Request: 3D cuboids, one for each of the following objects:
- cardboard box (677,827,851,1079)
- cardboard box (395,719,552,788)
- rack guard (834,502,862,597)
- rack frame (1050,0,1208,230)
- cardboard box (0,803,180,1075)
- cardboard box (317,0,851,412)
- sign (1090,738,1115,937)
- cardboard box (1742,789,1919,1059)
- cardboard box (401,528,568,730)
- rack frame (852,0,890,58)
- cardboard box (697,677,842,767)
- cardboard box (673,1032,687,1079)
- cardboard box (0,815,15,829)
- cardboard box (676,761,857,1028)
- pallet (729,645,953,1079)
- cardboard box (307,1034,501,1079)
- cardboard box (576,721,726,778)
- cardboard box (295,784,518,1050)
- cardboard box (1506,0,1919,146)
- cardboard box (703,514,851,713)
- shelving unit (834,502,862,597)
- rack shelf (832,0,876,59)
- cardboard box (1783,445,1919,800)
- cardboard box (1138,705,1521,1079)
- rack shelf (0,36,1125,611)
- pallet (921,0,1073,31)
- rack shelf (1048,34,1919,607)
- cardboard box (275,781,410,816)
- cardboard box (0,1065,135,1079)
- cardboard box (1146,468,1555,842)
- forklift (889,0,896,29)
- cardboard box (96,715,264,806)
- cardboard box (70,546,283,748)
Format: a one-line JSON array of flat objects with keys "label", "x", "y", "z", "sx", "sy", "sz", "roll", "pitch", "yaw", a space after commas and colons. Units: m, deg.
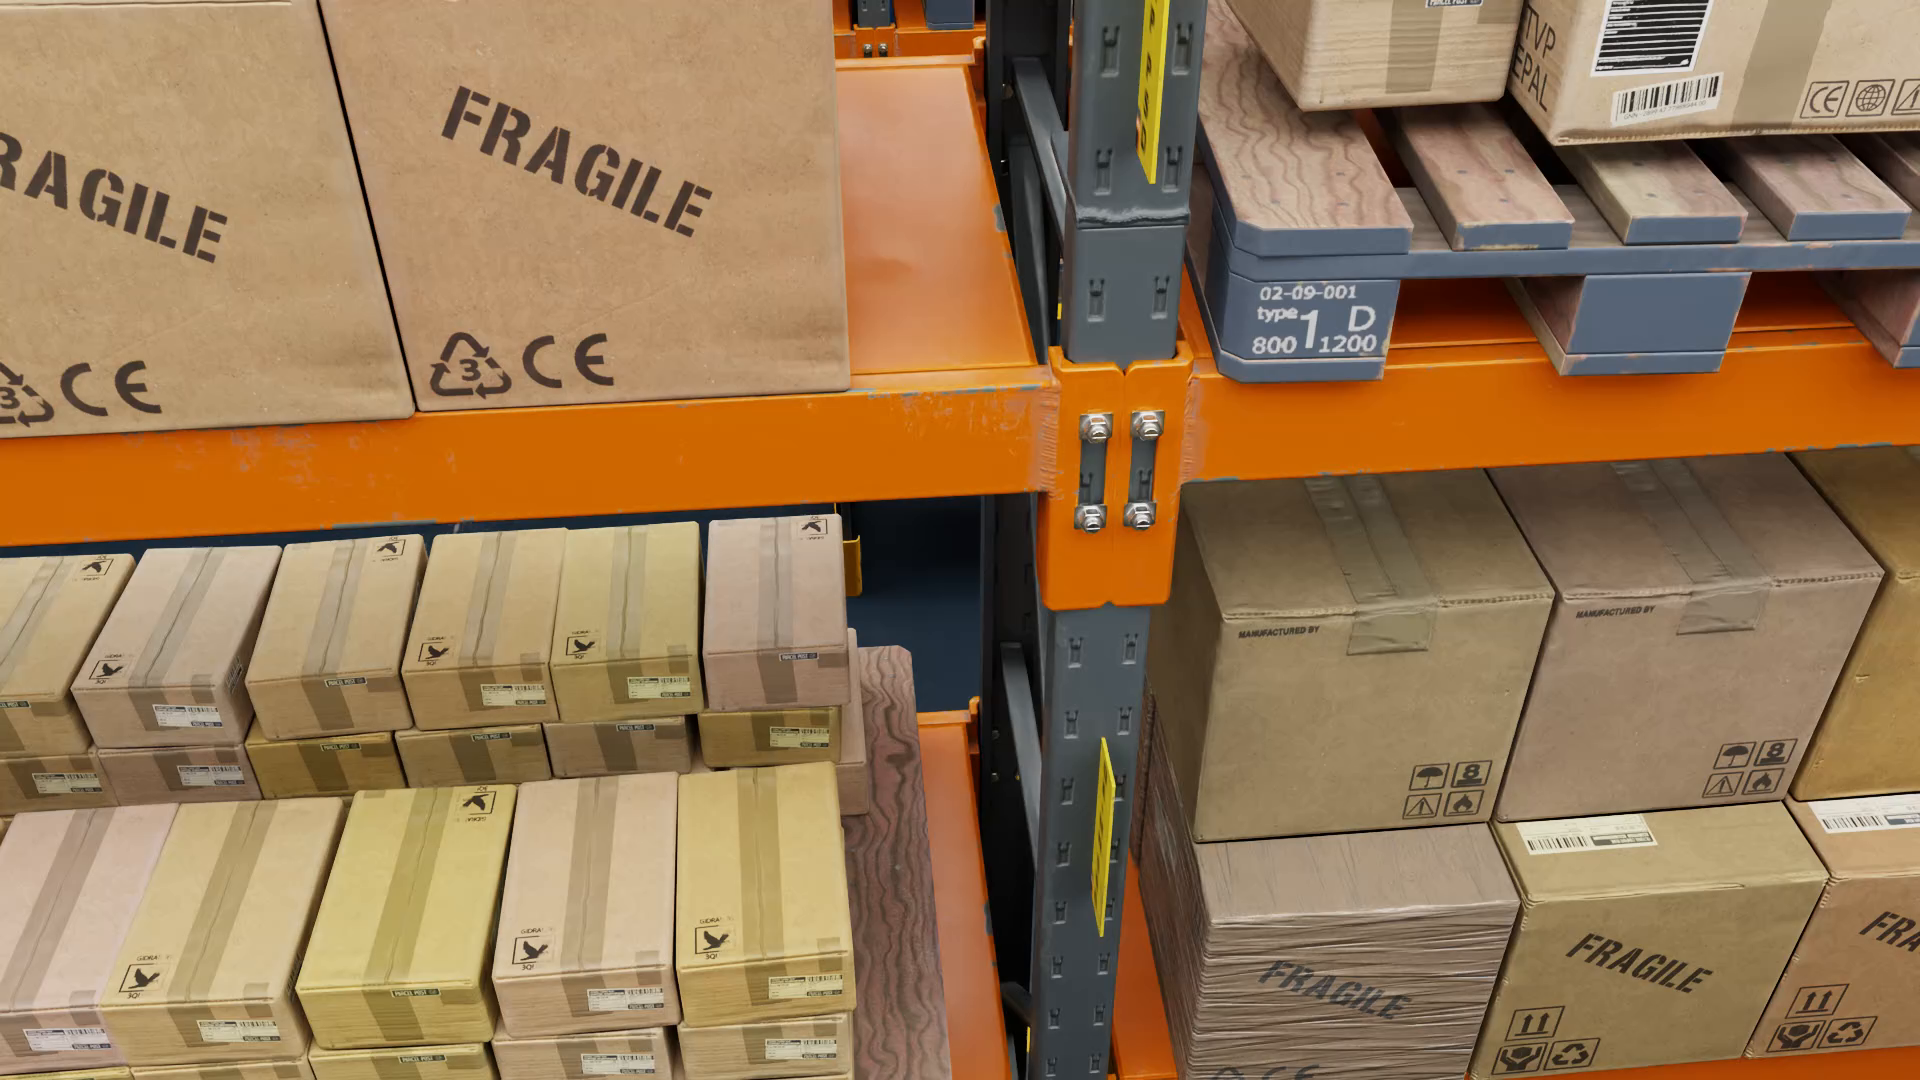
[{"label": "cardboard box", "x": -0.304, "y": 0.647, "z": 2.632, "sx": 0.250, "sy": 0.149, "sz": 0.380, "roll": -2, "pitch": 38, "yaw": -3}, {"label": "cardboard box", "x": -0.887, "y": 0.274, "z": 3.104, "sx": 0.250, "sy": 0.149, "sz": 0.380, "roll": -4, "pitch": 38, "yaw": -5}, {"label": "rack guard", "x": -0.420, "y": -0.075, "z": 6.143, "sx": 0.087, "sy": 0.250, "sz": 0.587, "roll": -3, "pitch": 38, "yaw": -4}, {"label": "rack frame", "x": 0.148, "y": -1.833, "z": 1.309, "sx": 0.127, "sy": 3.000, "sz": 1.000, "roll": -3, "pitch": 38, "yaw": -4}, {"label": "cardboard box", "x": -1.317, "y": 0.585, "z": 2.470, "sx": 0.250, "sy": 0.149, "sz": 0.380, "roll": -3, "pitch": 38, "yaw": -4}, {"label": "cardboard box", "x": -0.398, "y": -0.507, "z": 1.968, "sx": 0.500, "sy": 0.500, "sz": 0.500, "roll": -3, "pitch": 38, "yaw": -4}, {"label": "sign", "x": 0.206, "y": 0.433, "z": 2.409, "sx": 0.005, "sy": 0.325, "sz": 0.100, "roll": -3, "pitch": 38, "yaw": -4}, {"label": "cardboard box", "x": 1.628, "y": 0.568, "z": 3.028, "sx": 0.500, "sy": 0.500, "sz": 0.500, "roll": -3, "pitch": 38, "yaw": -4}, {"label": "cardboard box", "x": -0.841, "y": 0.155, "z": 3.015, "sx": 0.250, "sy": 0.149, "sz": 0.380, "roll": -3, "pitch": 38, "yaw": -4}, {"label": "rack frame", "x": -0.391, "y": -2.527, "z": 7.031, "sx": 0.127, "sy": 3.000, "sz": 1.000, "roll": -3, "pitch": 38, "yaw": -4}, {"label": "cardboard box", "x": -0.351, "y": 0.242, "z": 3.146, "sx": 0.250, "sy": 0.149, "sz": 0.380, "roll": -2, "pitch": 38, "yaw": -2}, {"label": "cardboard box", "x": -0.550, "y": 0.779, "z": 2.705, "sx": 0.250, "sy": 0.149, "sz": 0.380, "roll": -3, "pitch": 38, "yaw": -4}, {"label": "cardboard box", "x": -1.636, "y": 0.430, "z": 3.148, "sx": 0.250, "sy": 0.149, "sz": 0.380, "roll": -3, "pitch": 38, "yaw": -3}, {"label": "cardboard box", "x": -0.299, "y": 0.532, "z": 2.538, "sx": 0.250, "sy": 0.149, "sz": 0.380, "roll": -5, "pitch": 39, "yaw": -6}, {"label": "pallet", "x": -0.552, "y": 0.702, "z": 3.093, "sx": 1.003, "sy": 0.211, "sz": 1.213, "roll": -3, "pitch": 38, "yaw": -4}, {"label": "cardboard box", "x": -0.831, "y": 0.679, "z": 2.592, "sx": 0.250, "sy": 0.149, "sz": 0.380, "roll": -2, "pitch": 38, "yaw": -3}, {"label": "cardboard box", "x": -0.583, "y": 0.370, "z": 3.223, "sx": 0.250, "sy": 0.149, "sz": 0.380, "roll": -1, "pitch": 38, "yaw": -2}, {"label": "cardboard box", "x": -0.811, "y": 0.559, "z": 2.504, "sx": 0.250, "sy": 0.149, "sz": 0.380, "roll": -2, "pitch": 38, "yaw": -3}, {"label": "cardboard box", "x": 0.889, "y": -0.729, "z": 1.983, "sx": 0.500, "sy": 0.311, "sz": 0.500, "roll": -3, "pitch": 38, "yaw": -4}, {"label": "cardboard box", "x": -0.334, "y": 0.128, "z": 3.049, "sx": 0.250, "sy": 0.149, "sz": 0.380, "roll": -3, "pitch": 38, "yaw": -4}, {"label": "shelving unit", "x": 0.076, "y": -0.593, "z": 5.791, "sx": 1.083, "sy": 1.500, "sz": 0.587, "roll": -3, "pitch": 38, "yaw": -4}, {"label": "rack shelf", "x": -2.383, "y": -2.135, "z": 7.114, "sx": 4.000, "sy": 0.370, "sz": 1.077, "roll": -3, "pitch": 38, "yaw": -4}, {"label": "cardboard box", "x": 1.611, "y": 0.014, "z": 2.923, "sx": 0.500, "sy": 0.500, "sz": 0.700, "roll": -4, "pitch": 38, "yaw": -5}, {"label": "cardboard box", "x": 0.619, "y": 0.625, "z": 2.956, "sx": 0.500, "sy": 0.500, "sz": 0.500, "roll": -3, "pitch": 38, "yaw": -3}, {"label": "rack shelf", "x": -1.844, "y": -0.264, "z": 2.322, "sx": 4.000, "sy": 0.370, "sz": 1.077, "roll": -3, "pitch": 38, "yaw": -4}, {"label": "pallet", "x": 0.309, "y": -2.556, "z": 7.223, "sx": 1.003, "sy": 0.211, "sz": 1.213, "roll": -3, "pitch": 38, "yaw": -4}, {"label": "rack shelf", "x": 2.140, "y": -0.483, "z": 2.600, "sx": 4.000, "sy": 0.370, "sz": 1.077, "roll": -3, "pitch": 38, "yaw": -4}, {"label": "cardboard box", "x": -1.120, "y": 0.401, "z": 3.184, "sx": 0.250, "sy": 0.149, "sz": 0.380, "roll": -1, "pitch": 38, "yaw": -2}, {"label": "cardboard box", "x": -1.329, "y": 0.704, "z": 2.559, "sx": 0.250, "sy": 0.149, "sz": 0.380, "roll": -3, "pitch": 38, "yaw": -4}, {"label": "cardboard box", "x": 0.596, "y": 0.072, "z": 2.850, "sx": 0.500, "sy": 0.500, "sz": 0.700, "roll": -3, "pitch": 38, "yaw": -4}, {"label": "forklift", "x": 0.229, "y": -4.405, "z": 9.467, "sx": 1.130, "sy": 2.935, "sz": 3.031, "roll": 29, "pitch": 47, "yaw": 32}, {"label": "cardboard box", "x": -1.386, "y": 0.302, "z": 3.070, "sx": 0.250, "sy": 0.149, "sz": 0.380, "roll": -3, "pitch": 38, "yaw": -4}, {"label": "cardboard box", "x": -1.375, "y": 0.185, "z": 2.977, "sx": 0.250, "sy": 0.149, "sz": 0.380, "roll": -1, "pitch": 38, "yaw": -2}]
